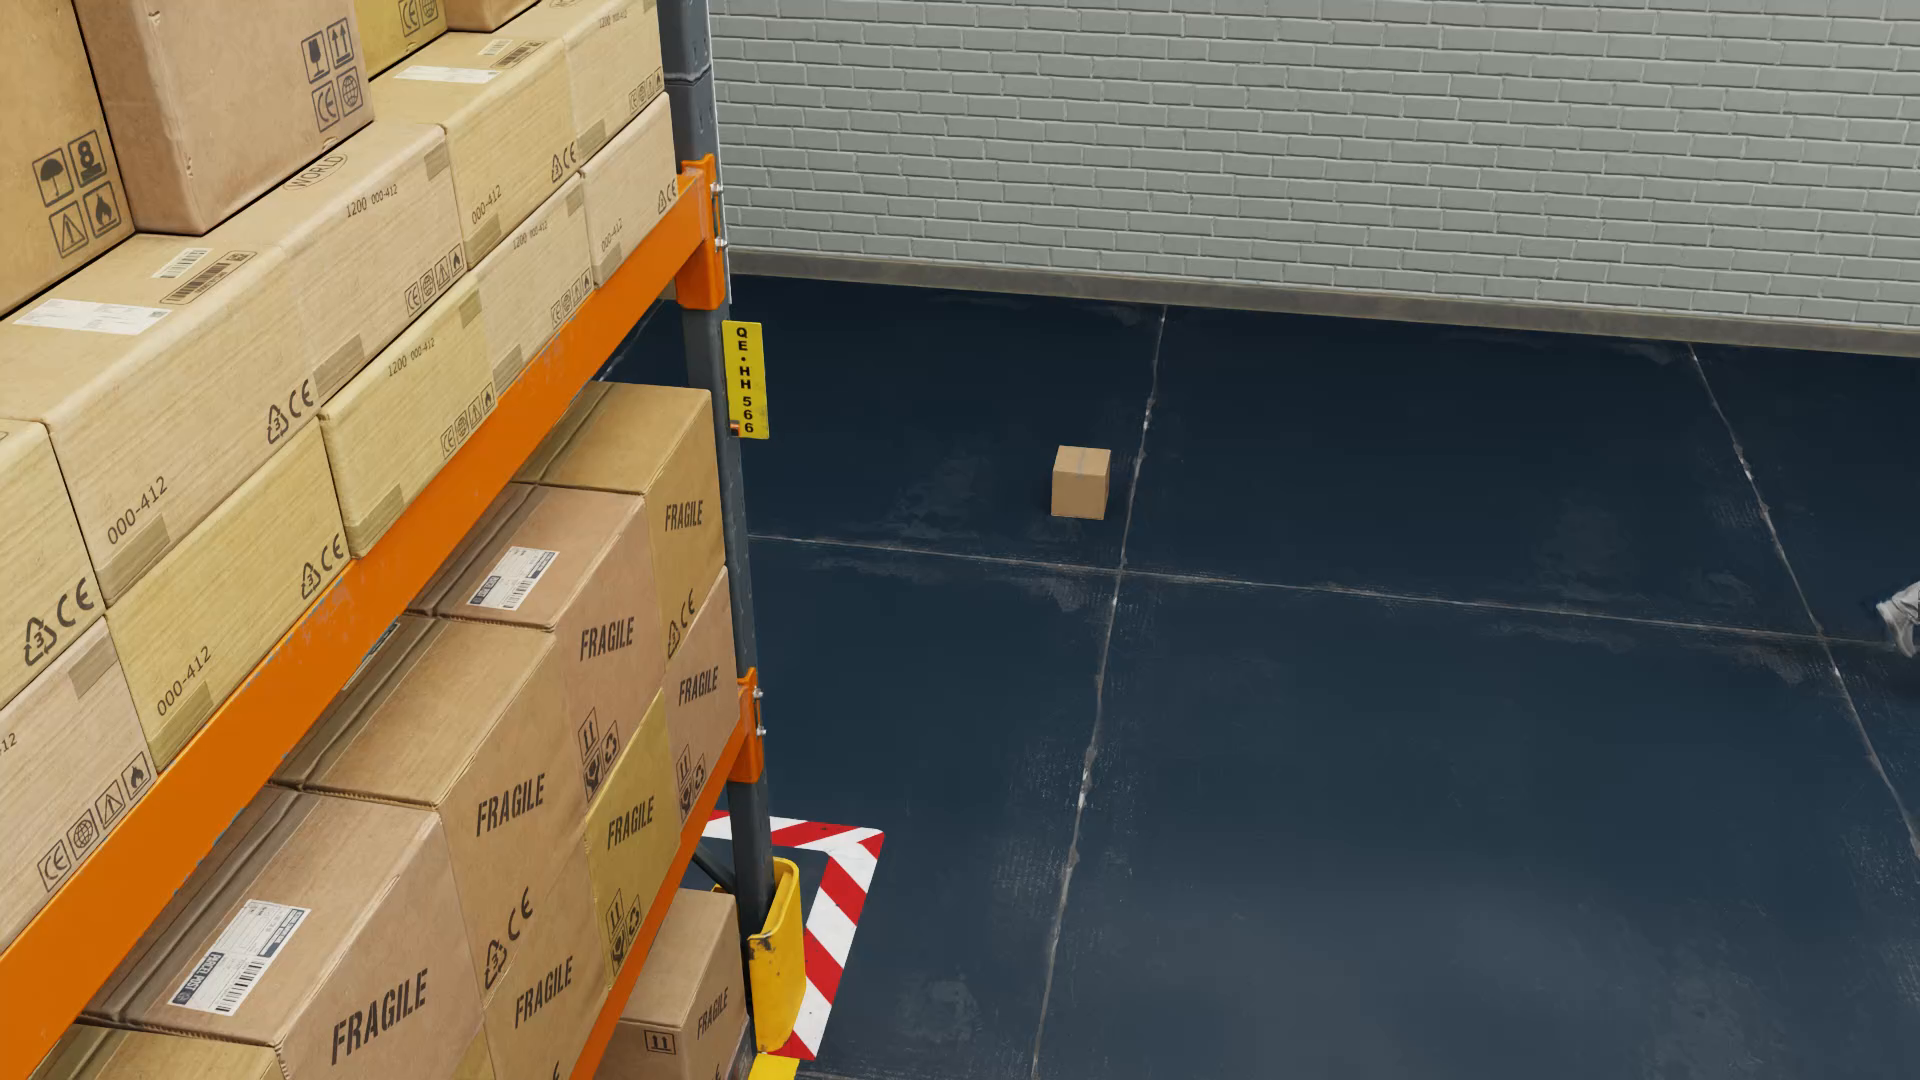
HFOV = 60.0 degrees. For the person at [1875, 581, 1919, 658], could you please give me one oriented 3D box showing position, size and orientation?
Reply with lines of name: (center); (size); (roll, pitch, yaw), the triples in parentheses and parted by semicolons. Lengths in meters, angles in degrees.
person: (3.976, -0.163, 6.331); (0.526, 1.756, 0.570); (7, 33, 11)
